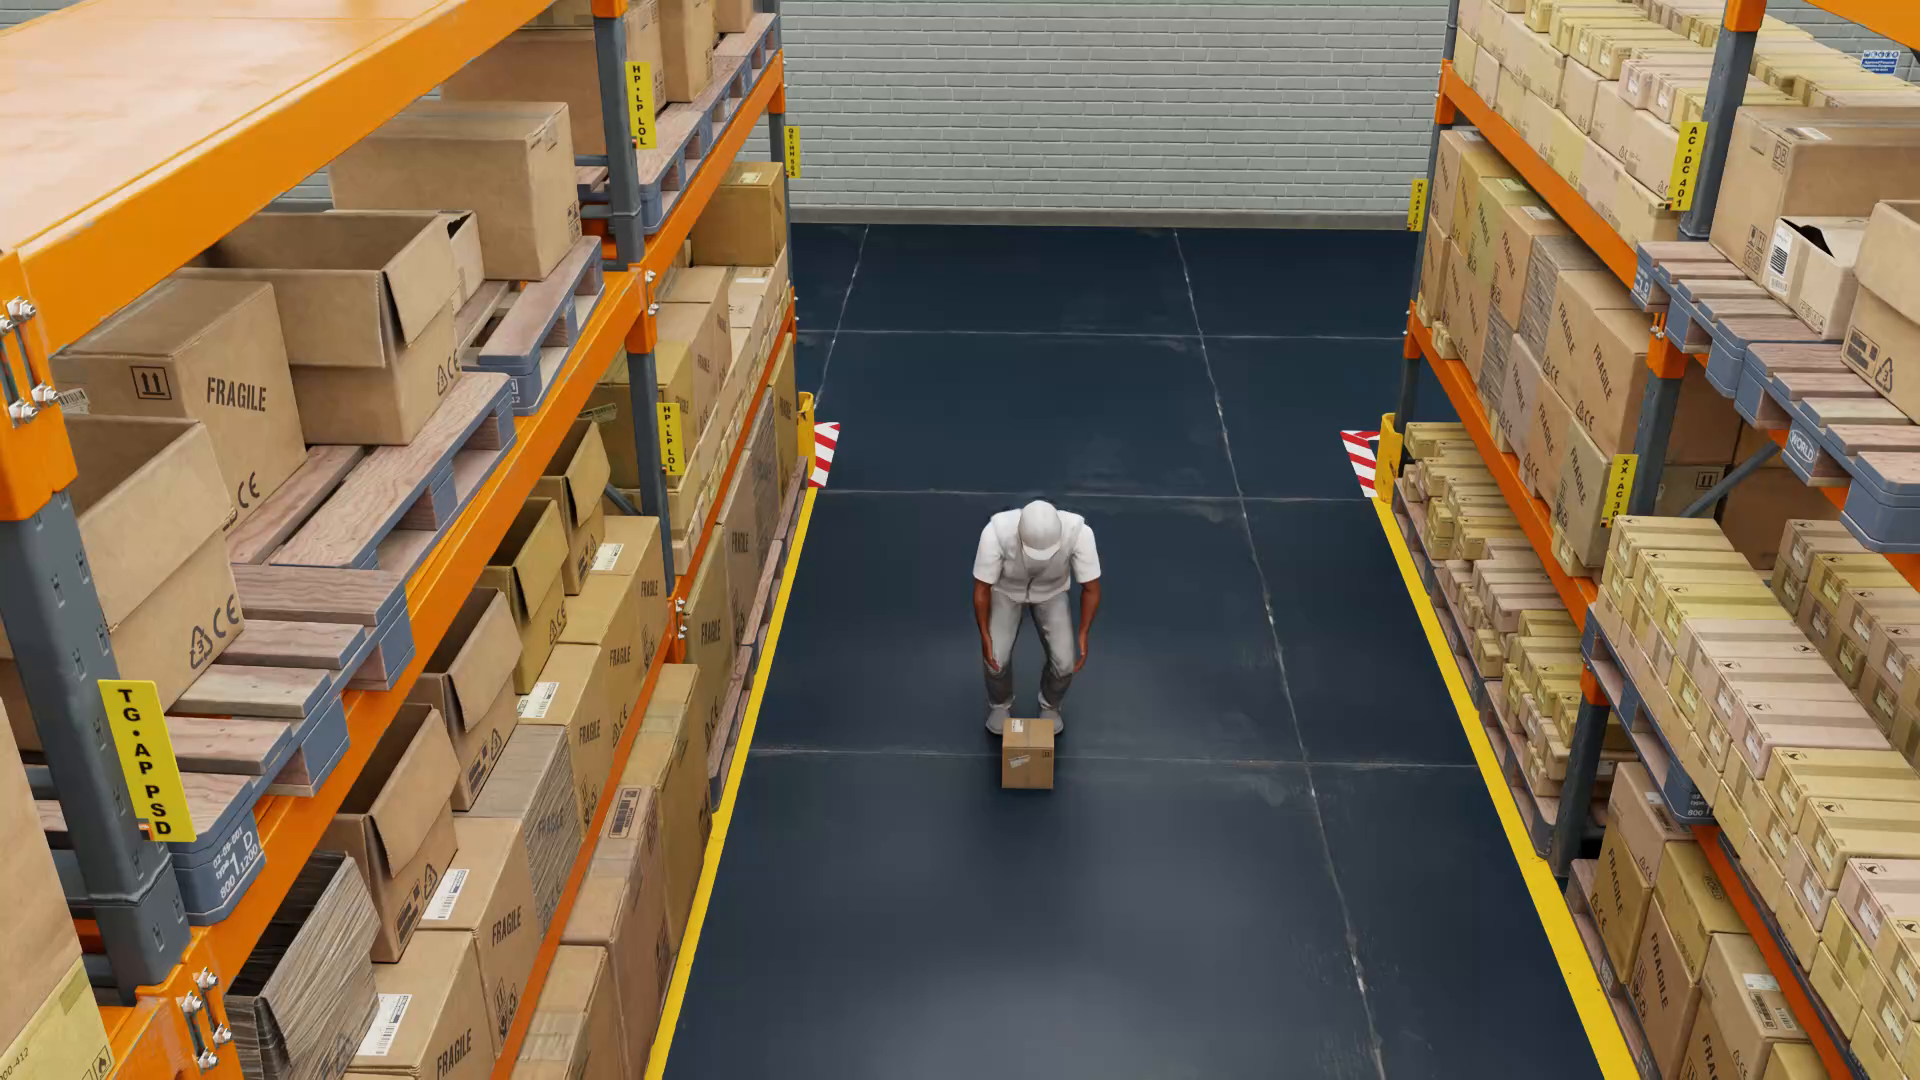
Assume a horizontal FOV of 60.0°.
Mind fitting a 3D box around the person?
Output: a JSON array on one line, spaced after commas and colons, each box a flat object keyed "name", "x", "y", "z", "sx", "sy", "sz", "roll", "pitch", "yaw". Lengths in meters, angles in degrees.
[{"name": "person", "x": 0.380, "y": 0.341, "z": 8.308, "sx": 0.631, "sy": 1.432, "sz": 0.747, "roll": 1, "pitch": 28, "yaw": 2}]
